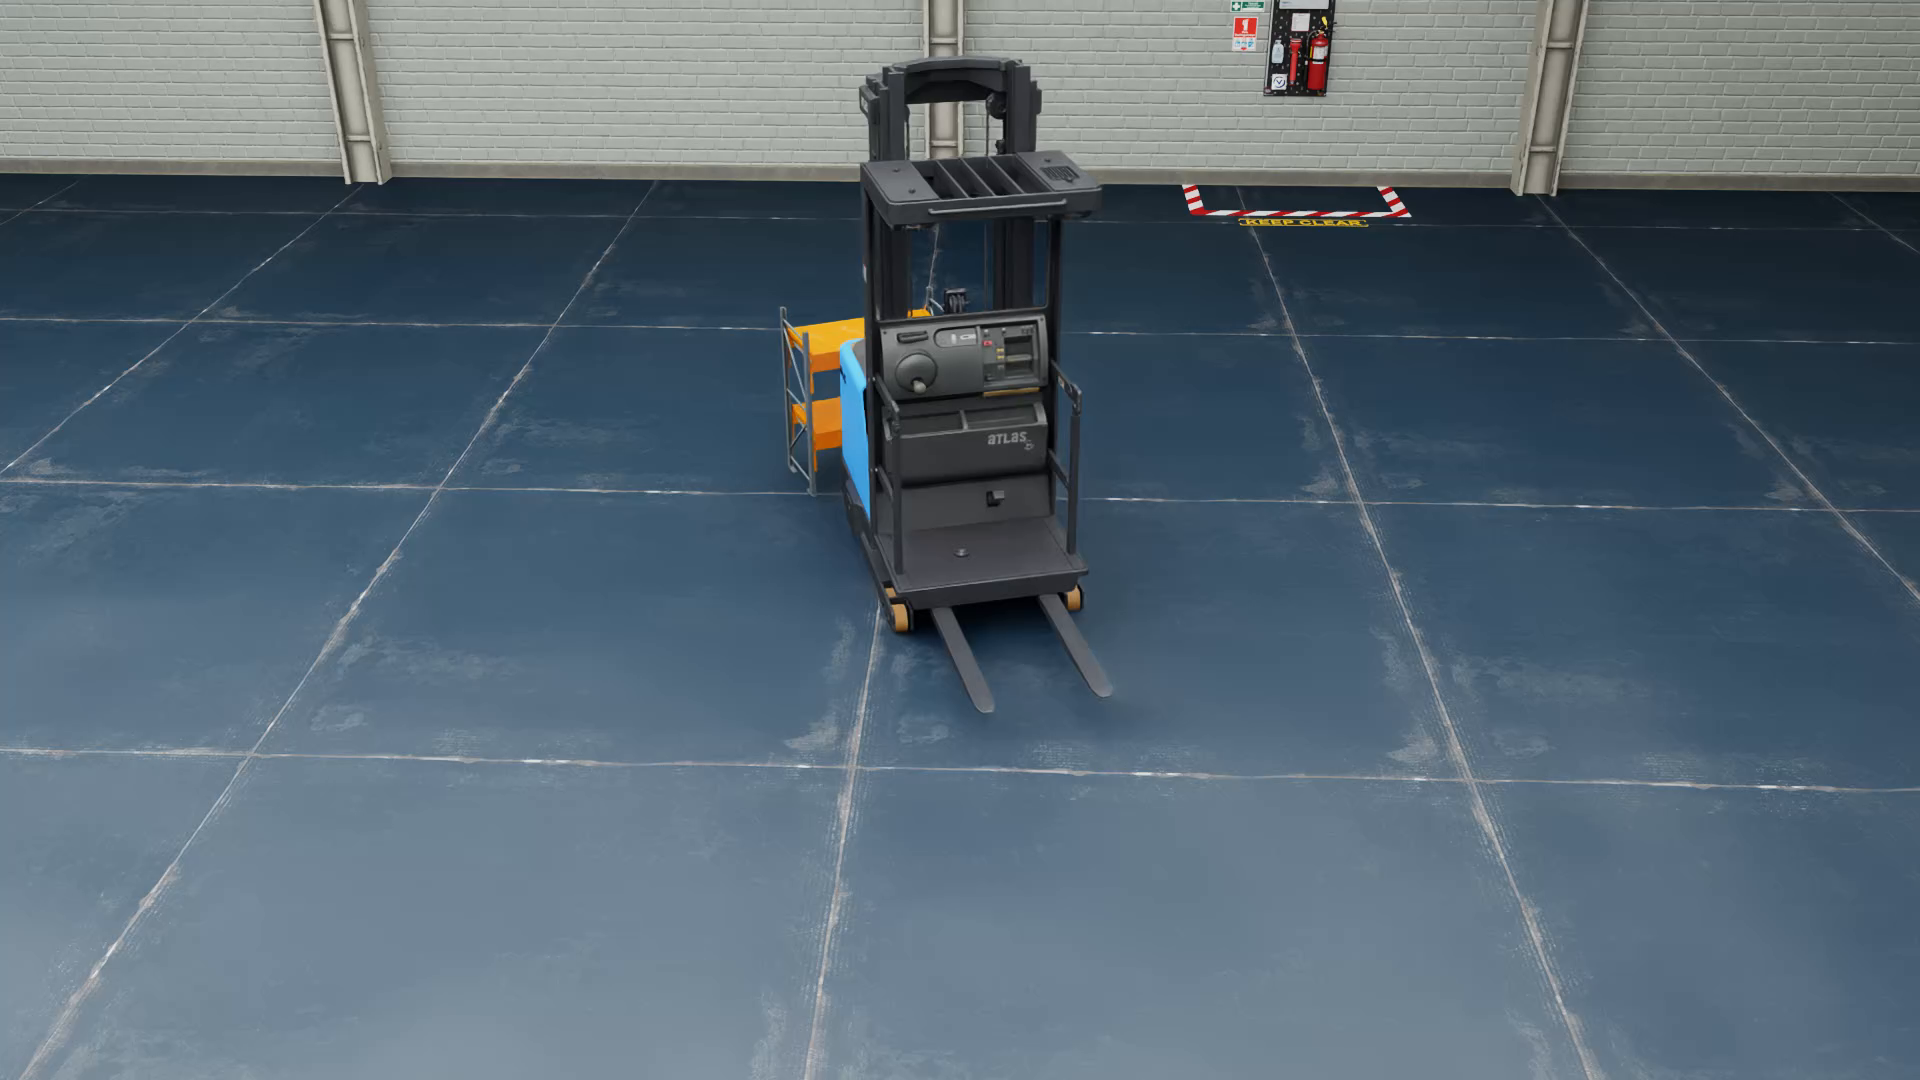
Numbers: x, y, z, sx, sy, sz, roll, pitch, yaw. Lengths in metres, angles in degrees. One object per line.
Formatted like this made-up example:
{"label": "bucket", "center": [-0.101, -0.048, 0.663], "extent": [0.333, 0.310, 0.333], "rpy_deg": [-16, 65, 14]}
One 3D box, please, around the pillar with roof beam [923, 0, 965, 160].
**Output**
{"label": "pillar with roof beam", "center": [-0.311, -5.613, 11.231], "extent": [0.400, 9.000, 9.100], "rpy_deg": [1, 28, 2]}

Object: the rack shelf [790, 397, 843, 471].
{"label": "rack shelf", "center": [-0.577, -0.767, 11.018], "extent": [1.000, 0.278, 0.538], "rpy_deg": [-11, 30, -20]}

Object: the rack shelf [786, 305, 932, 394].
{"label": "rack shelf", "center": [-0.577, -1.242, 10.767], "extent": [1.000, 0.278, 0.538], "rpy_deg": [-11, 30, -20]}

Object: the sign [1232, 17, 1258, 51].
{"label": "sign", "center": [2.820, -5.010, 16.461], "extent": [0.234, 0.329, 0.001], "rpy_deg": [1, 28, 2]}

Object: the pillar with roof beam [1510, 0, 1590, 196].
{"label": "pillar with roof beam", "center": [5.686, -5.514, 11.044], "extent": [0.400, 9.000, 9.100], "rpy_deg": [1, 28, 2]}

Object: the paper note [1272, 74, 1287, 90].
{"label": "paper note", "center": [3.195, -4.583, 16.634], "extent": [0.142, 0.148, 0.016], "rpy_deg": [1, 28, 2]}

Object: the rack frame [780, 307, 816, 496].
{"label": "rack frame", "center": [-1.045, -0.890, 10.727], "extent": [0.032, 1.125, 0.500], "rpy_deg": [-11, 30, -20]}

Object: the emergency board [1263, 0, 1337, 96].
{"label": "emergency board", "center": [3.369, -4.937, 16.361], "extent": [0.643, 1.169, 0.194], "rpy_deg": [1, 28, 2]}

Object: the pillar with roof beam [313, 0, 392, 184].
{"label": "pillar with roof beam", "center": [-6.307, -5.713, 11.418], "extent": [0.400, 9.000, 9.100], "rpy_deg": [1, 28, 2]}

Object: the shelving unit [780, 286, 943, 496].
{"label": "shelving unit", "center": [-0.577, -0.983, 10.903], "extent": [1.048, 1.125, 0.538], "rpy_deg": [-11, 30, -20]}

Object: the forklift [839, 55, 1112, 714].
{"label": "forklift", "center": [0.080, -0.973, 8.956], "extent": [1.130, 2.935, 3.031], "rpy_deg": [-6, 29, -12]}

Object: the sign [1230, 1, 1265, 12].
{"label": "sign", "center": [2.824, -5.240, 16.329], "extent": [0.331, 0.109, 0.001], "rpy_deg": [1, 28, 2]}

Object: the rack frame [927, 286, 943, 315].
{"label": "rack frame", "center": [-0.110, -1.077, 11.080], "extent": [0.032, 1.125, 0.500], "rpy_deg": [-11, 30, -20]}
